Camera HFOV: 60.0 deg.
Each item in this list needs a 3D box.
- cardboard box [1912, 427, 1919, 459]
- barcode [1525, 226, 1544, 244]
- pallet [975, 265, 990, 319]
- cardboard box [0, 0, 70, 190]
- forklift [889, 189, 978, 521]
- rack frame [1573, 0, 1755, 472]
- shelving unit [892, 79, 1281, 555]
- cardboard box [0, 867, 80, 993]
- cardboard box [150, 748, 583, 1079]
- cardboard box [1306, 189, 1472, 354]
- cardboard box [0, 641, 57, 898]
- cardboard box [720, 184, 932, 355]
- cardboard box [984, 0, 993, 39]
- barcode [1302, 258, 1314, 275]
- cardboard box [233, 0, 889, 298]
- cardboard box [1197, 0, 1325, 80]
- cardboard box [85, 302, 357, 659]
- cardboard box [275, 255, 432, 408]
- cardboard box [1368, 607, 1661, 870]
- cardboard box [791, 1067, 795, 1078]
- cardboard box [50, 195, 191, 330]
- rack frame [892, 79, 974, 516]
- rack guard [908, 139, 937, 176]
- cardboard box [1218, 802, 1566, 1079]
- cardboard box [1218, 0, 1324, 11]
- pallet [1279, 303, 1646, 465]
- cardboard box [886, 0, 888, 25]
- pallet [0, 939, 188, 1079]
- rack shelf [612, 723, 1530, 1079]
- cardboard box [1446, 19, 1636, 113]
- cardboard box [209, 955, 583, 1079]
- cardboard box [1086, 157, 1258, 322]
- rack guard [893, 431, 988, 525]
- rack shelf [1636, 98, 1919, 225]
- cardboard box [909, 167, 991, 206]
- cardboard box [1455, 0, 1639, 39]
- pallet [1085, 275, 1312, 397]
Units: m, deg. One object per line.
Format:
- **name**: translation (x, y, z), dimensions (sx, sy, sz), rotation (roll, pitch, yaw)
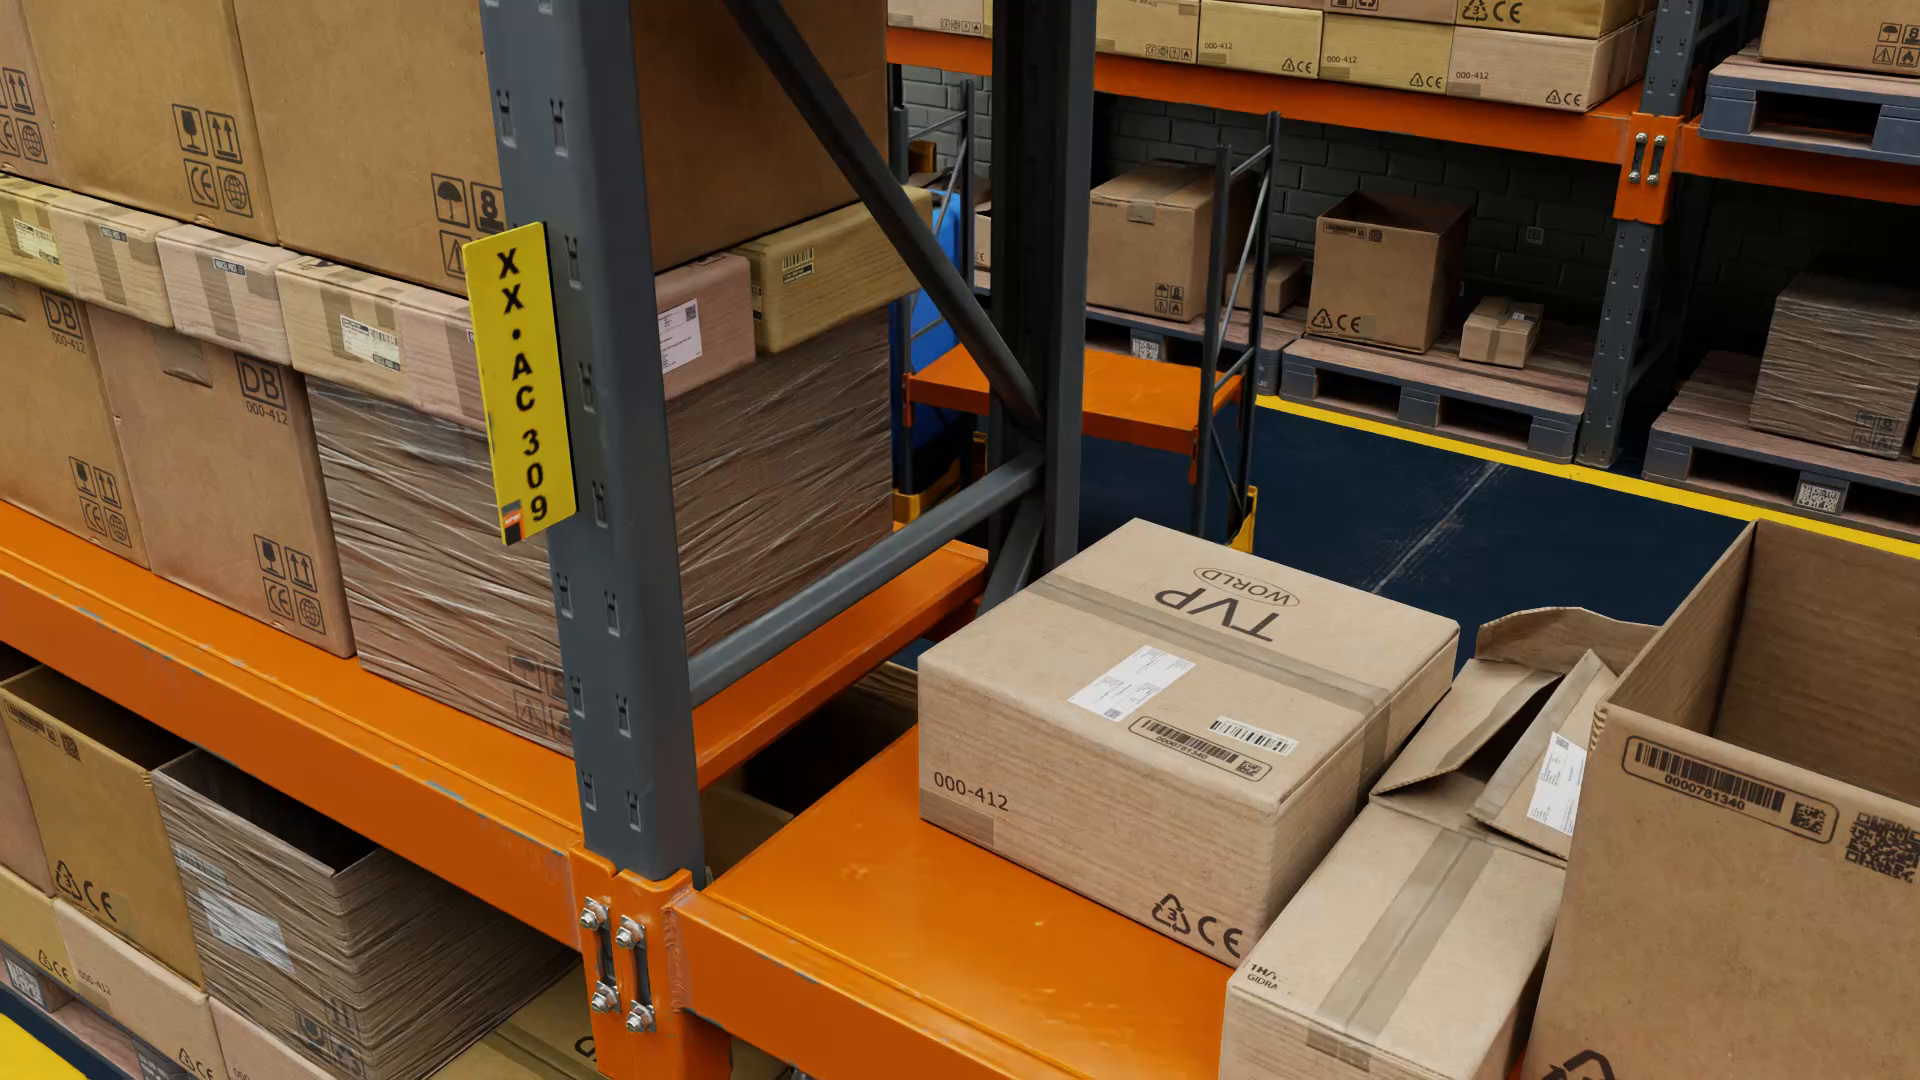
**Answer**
- **cardboard box**: translation (3.735, -0.582, 5.857), dimensions (0.500, 0.500, 0.700), rotation (17, 31, 29)
- **barcode**: translation (2.356, -1.249, 6.816), dimensions (0.075, 0.075, 0.001), rotation (17, 32, 30)
- **pallet**: translation (0.080, -1.339, 8.149), dimensions (1.213, 0.211, 1.003), rotation (17, 32, 30)
- **cardboard box**: translation (-1.336, -0.936, 2.741), dimensions (0.500, 0.500, 0.700), rotation (17, 32, 30)
- **forklift**: translation (-1.486, -1.644, 5.749), dimensions (3.031, 2.935, 1.130), rotation (13, 30, 24)
- **rack frame**: translation (2.665, -1.796, 5.973), dimensions (0.127, 3.000, 1.000), rotation (17, 32, 30)
- **shelving unit**: translation (0.384, -0.611, 5.298), dimensions (1.083, 1.500, 0.587), rotation (13, 30, 24)
- **cardboard box**: translation (-1.882, 0.674, 3.686), dimensions (0.500, 0.250, 0.500), rotation (17, 32, 30)
- **cardboard box**: translation (-1.048, 0.591, 3.024), dimensions (0.500, 0.500, 0.500), rotation (17, 32, 30)
- **cardboard box**: translation (1.787, -1.130, 6.934), dimensions (0.500, 0.500, 0.500), rotation (15, 30, 27)
- **cardboard box**: translation (-1.883, 0.341, 3.515), dimensions (0.500, 0.500, 0.500), rotation (17, 32, 30)
- **cardboard box**: translation (-0.249, -0.418, 2.440), dimensions (0.250, 0.149, 0.380), rotation (17, 32, 30)
- **cardboard box**: translation (0.443, -2.261, 7.028), dimensions (0.500, 0.250, 0.500), rotation (17, 31, 30)
- **barcode**: translation (1.544, -1.209, 7.353), dimensions (0.075, 0.075, 0.001), rotation (17, 32, 30)
- **cardboard box**: translation (-0.506, -0.678, 2.234), dimensions (0.500, 0.500, 0.700), rotation (17, 32, 31)
- **cardboard box**: translation (1.273, -2.001, 6.518), dimensions (0.500, 0.250, 0.500), rotation (17, 32, 30)
- **cardboard box**: translation (-0.944, -0.233, 2.790), dimensions (0.500, 0.500, 0.700), rotation (17, 32, 30)
- **cardboard box**: translation (-0.685, -0.331, 2.268), dimensions (0.250, 0.149, 0.380), rotation (17, 31, 29)
- **cardboard box**: translation (0.692, 0.274, 2.053), dimensions (0.258, 0.266, 0.396), rotation (16, 31, 29)
- **cardboard box**: translation (-0.347, 0.862, 3.317), dimensions (0.500, 0.250, 0.500), rotation (17, 32, 30)
- **cardboard box**: translation (-1.119, -0.464, 2.530), dimensions (0.250, 0.149, 0.380), rotation (17, 32, 30)
- **rack frame**: translation (-0.078, -0.716, 5.504), dimensions (0.032, 1.500, 0.500), rotation (13, 30, 24)
- **rack guard**: translation (-0.570, -1.690, 8.520), dimensions (0.348, 0.500, 1.175), rotation (17, 32, 30)
- **cardboard box**: translation (0.478, 0.473, 1.791), dimensions (0.250, 0.149, 0.380), rotation (17, 32, 30)
- **cardboard box**: translation (1.276, -2.338, 6.353), dimensions (0.500, 0.500, 0.500), rotation (16, 31, 29)
- **pallet**: translation (2.091, -0.713, 6.918), dimensions (1.213, 0.211, 1.003), rotation (17, 32, 30)
- **cardboard box**: translation (-0.410, -2.522, 7.541), dimensions (0.500, 0.250, 0.500), rotation (16, 31, 29)
- **pallet**: translation (-1.778, 0.766, 4.011), dimensions (1.213, 0.211, 1.003), rotation (17, 32, 30)
- **rack shelf**: translation (1.512, 0.891, 1.486), dimensions (4.000, 0.370, 1.077), rotation (17, 32, 30)
- **cardboard box**: translation (2.103, -1.747, 6.018), dimensions (0.500, 0.250, 0.500), rotation (17, 32, 30)
- **cardboard box**: translation (-1.049, 0.925, 3.193), dimensions (0.500, 0.250, 0.500), rotation (17, 32, 30)
- **cardboard box**: translation (0.933, -1.341, 7.348), dimensions (0.500, 0.500, 0.700), rotation (15, 31, 27)
- **rack guard**: translation (-0.061, -0.156, 5.780), dimensions (0.087, 0.250, 0.587), rotation (13, 30, 24)
- **rack shelf**: translation (4.313, -0.962, 5.127), dimensions (4.000, 0.370, 1.077), rotation (17, 32, 30)
- **cardboard box**: translation (-0.113, -1.610, 8.086), dimensions (0.500, 0.311, 0.500), rotation (14, 30, 25)
- **cardboard box**: translation (2.100, -2.078, 5.843), dimensions (0.500, 0.500, 0.500), rotation (17, 32, 30)
- **pallet**: translation (1.081, -1.026, 7.533), dimensions (1.213, 0.211, 1.003), rotation (17, 32, 30)
